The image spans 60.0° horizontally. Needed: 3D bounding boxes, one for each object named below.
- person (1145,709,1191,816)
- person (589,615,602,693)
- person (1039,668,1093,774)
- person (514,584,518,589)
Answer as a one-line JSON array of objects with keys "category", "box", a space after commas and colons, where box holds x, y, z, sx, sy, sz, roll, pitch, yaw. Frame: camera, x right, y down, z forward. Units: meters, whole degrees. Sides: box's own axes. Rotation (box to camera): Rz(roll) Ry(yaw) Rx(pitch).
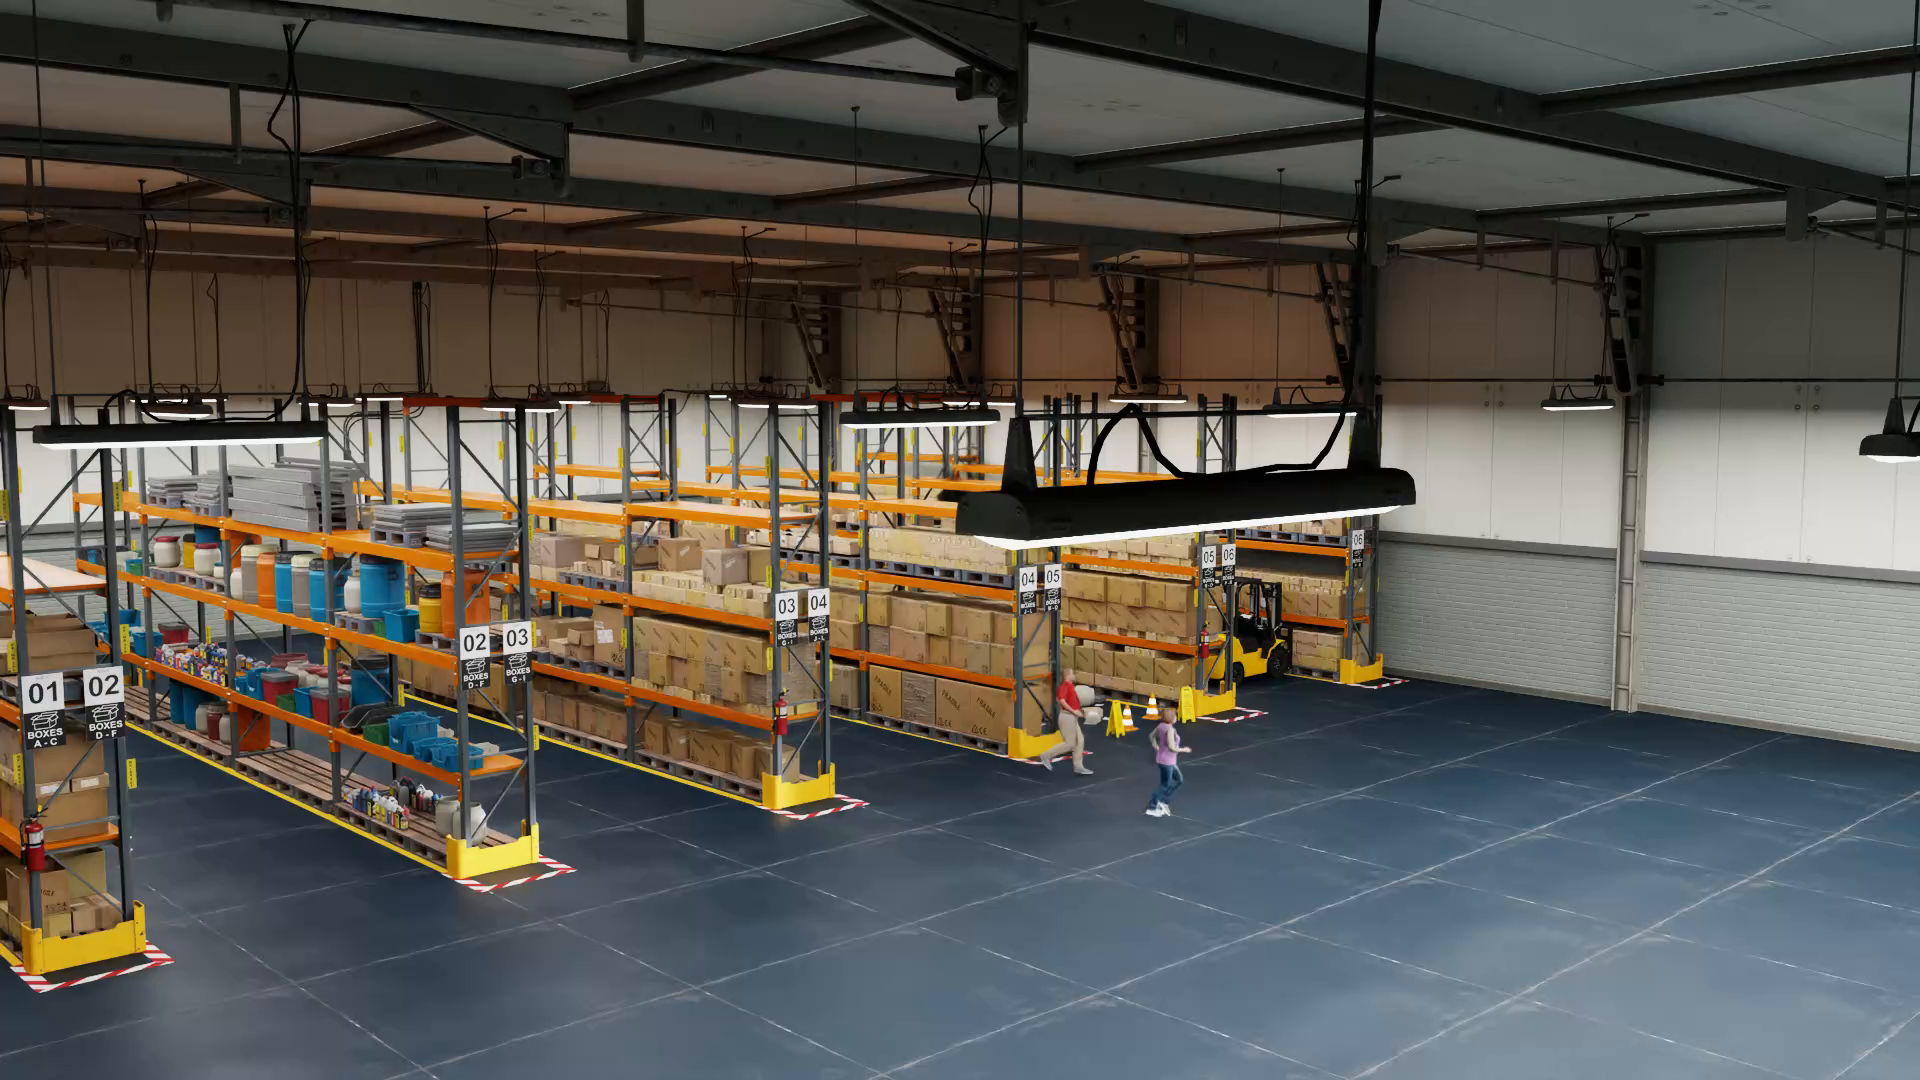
[{"category": "person", "box": [3.004, 3.230, 23.999, 0.648, 1.581, 0.534, 0, 6, -3]}, {"category": "person", "box": [-7.063, 2.341, 32.375, 0.689, 1.850, 0.750, -5, 8, -44]}, {"category": "person", "box": [1.732, 2.907, 26.799, 0.868, 1.688, 0.715, 1, 6, 8]}, {"category": "person", "box": [-10.091, 1.840, 37.698, 0.728, 1.728, 0.650, -4, 7, -34]}]
